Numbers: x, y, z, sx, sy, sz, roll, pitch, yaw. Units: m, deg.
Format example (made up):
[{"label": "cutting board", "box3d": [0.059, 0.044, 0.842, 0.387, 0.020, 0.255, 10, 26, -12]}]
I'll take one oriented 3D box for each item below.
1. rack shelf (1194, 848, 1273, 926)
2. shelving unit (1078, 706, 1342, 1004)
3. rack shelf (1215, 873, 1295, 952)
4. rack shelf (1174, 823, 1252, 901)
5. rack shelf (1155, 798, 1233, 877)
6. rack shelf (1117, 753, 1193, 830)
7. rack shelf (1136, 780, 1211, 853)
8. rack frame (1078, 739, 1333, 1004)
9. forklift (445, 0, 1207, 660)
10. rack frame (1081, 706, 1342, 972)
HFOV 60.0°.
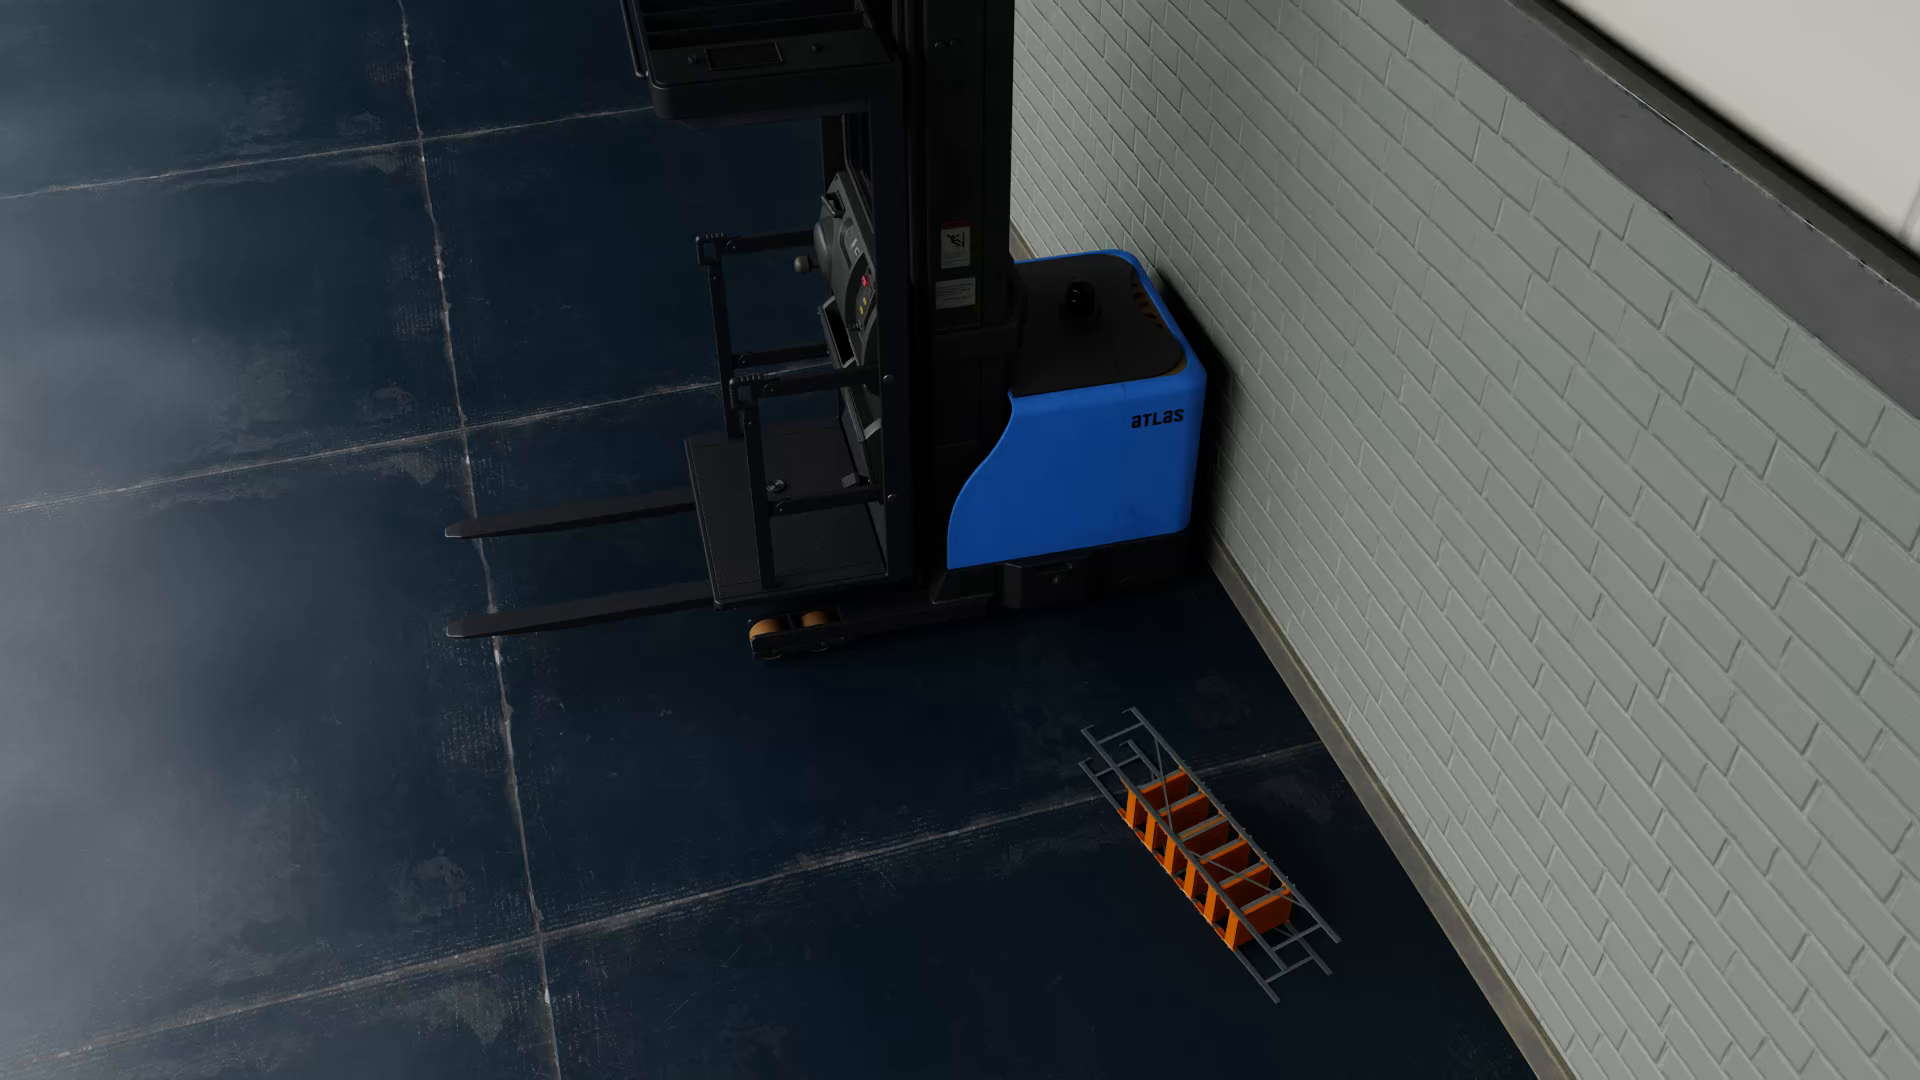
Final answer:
[{"label": "rack shelf", "box3d": [0.948, 1.191, 5.740, 0.258, 0.180, 0.103, -21, 46, -22]}, {"label": "shelving unit", "box3d": [0.850, 1.079, 5.866, 0.258, 0.189, 1.200, -21, 46, -22]}, {"label": "rack shelf", "box3d": [1.007, 1.260, 5.662, 0.258, 0.180, 0.103, -21, 46, -22]}, {"label": "rack shelf", "box3d": [0.888, 1.122, 5.817, 0.258, 0.180, 0.103, -21, 46, -22]}, {"label": "rack shelf", "box3d": [0.828, 1.053, 5.895, 0.258, 0.180, 0.103, -21, 46, -22]}, {"label": "rack shelf", "box3d": [0.708, 0.915, 6.051, 0.258, 0.180, 0.103, -21, 46, -22]}, {"label": "rack shelf", "box3d": [0.768, 0.984, 5.973, 0.258, 0.180, 0.103, -21, 46, -22]}, {"label": "rack frame", "box3d": [0.850, 1.147, 5.927, 0.240, 0.006, 1.200, -21, 46, -22]}, {"label": "forklift", "box3d": [-0.608, -1.007, 6.175, 3.031, 2.935, 1.130, -9, 42, -10]}, {"label": "rack frame", "box3d": [0.850, 1.010, 5.806, 0.240, 0.006, 1.200, -21, 46, -22]}]
